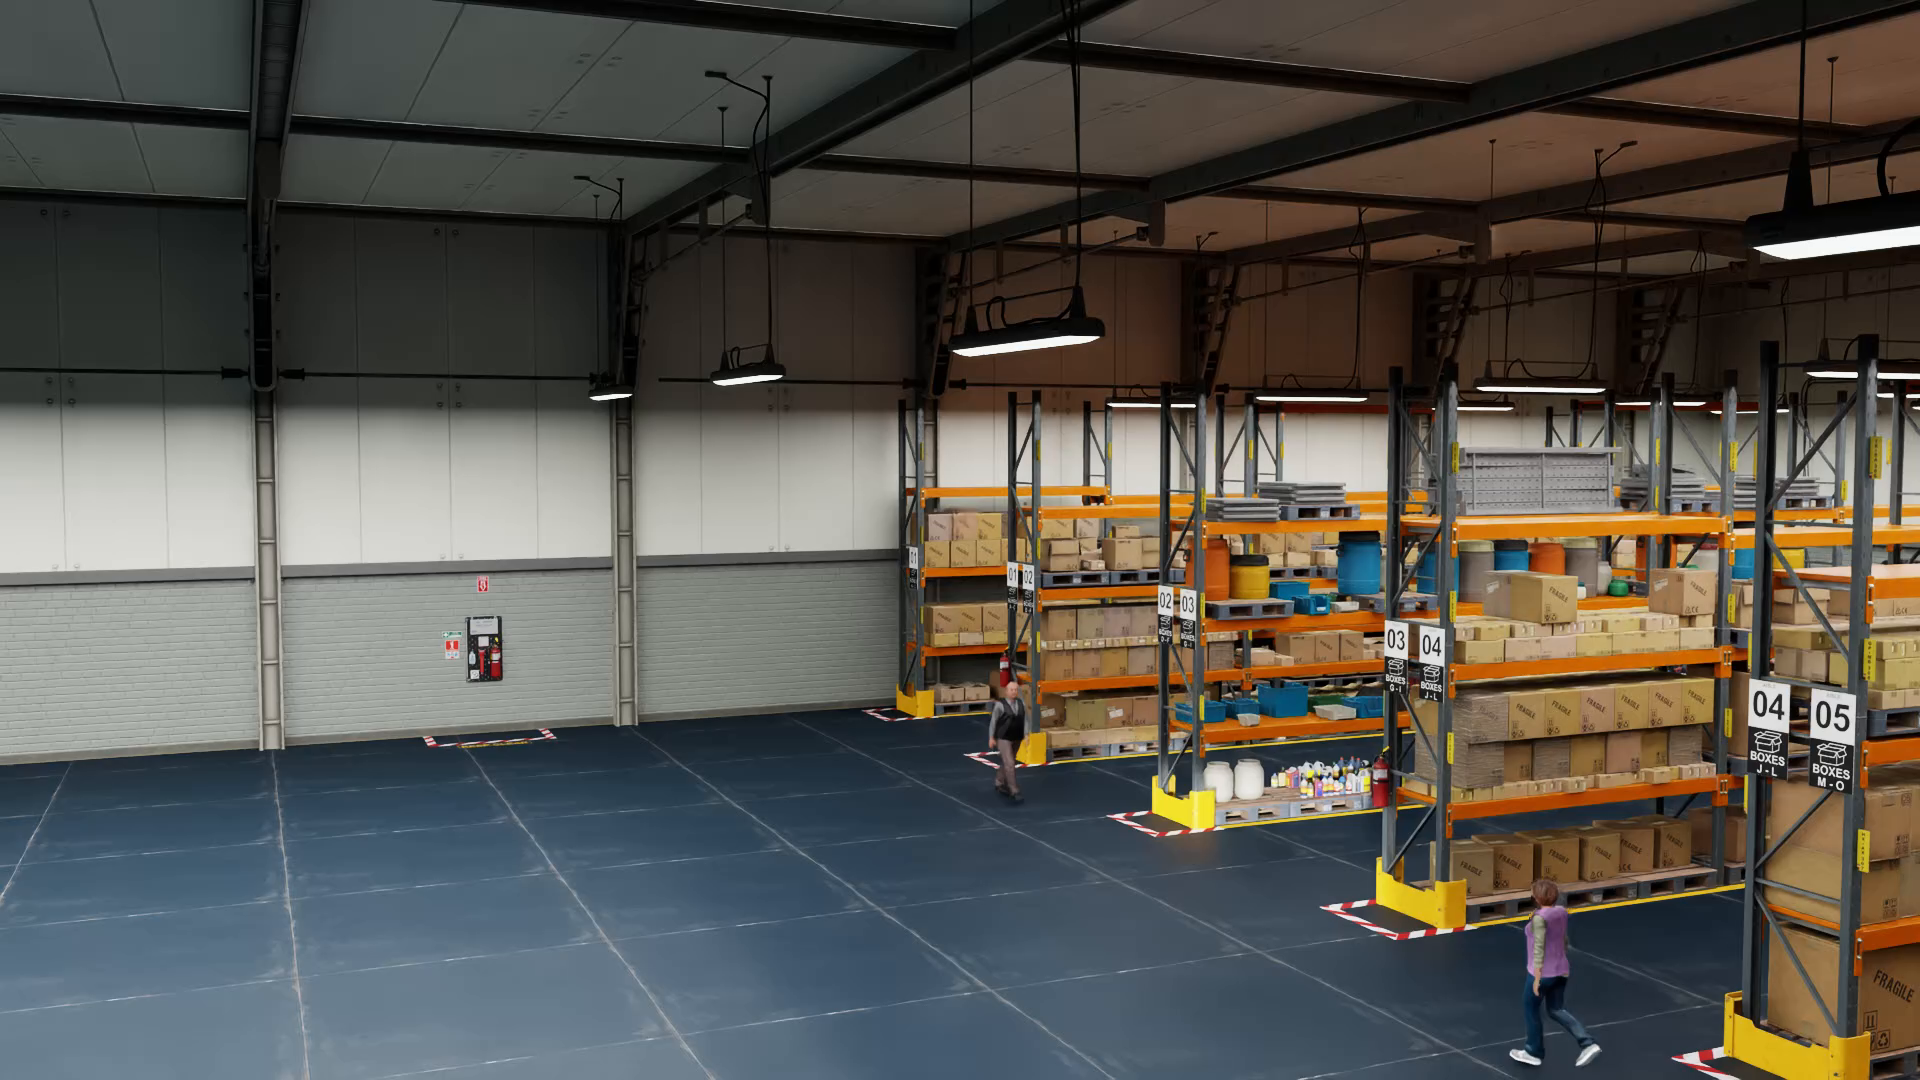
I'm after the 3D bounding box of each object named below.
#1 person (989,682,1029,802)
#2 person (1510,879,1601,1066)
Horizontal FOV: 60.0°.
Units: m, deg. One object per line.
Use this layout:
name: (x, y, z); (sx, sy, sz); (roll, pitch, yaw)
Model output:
person: (0.761, 2.892, 24.106); (0.538, 1.666, 0.976); (-3, 4, -38)
person: (4.885, 3.564, 13.622); (0.427, 1.569, 0.765); (-2, 4, -35)
